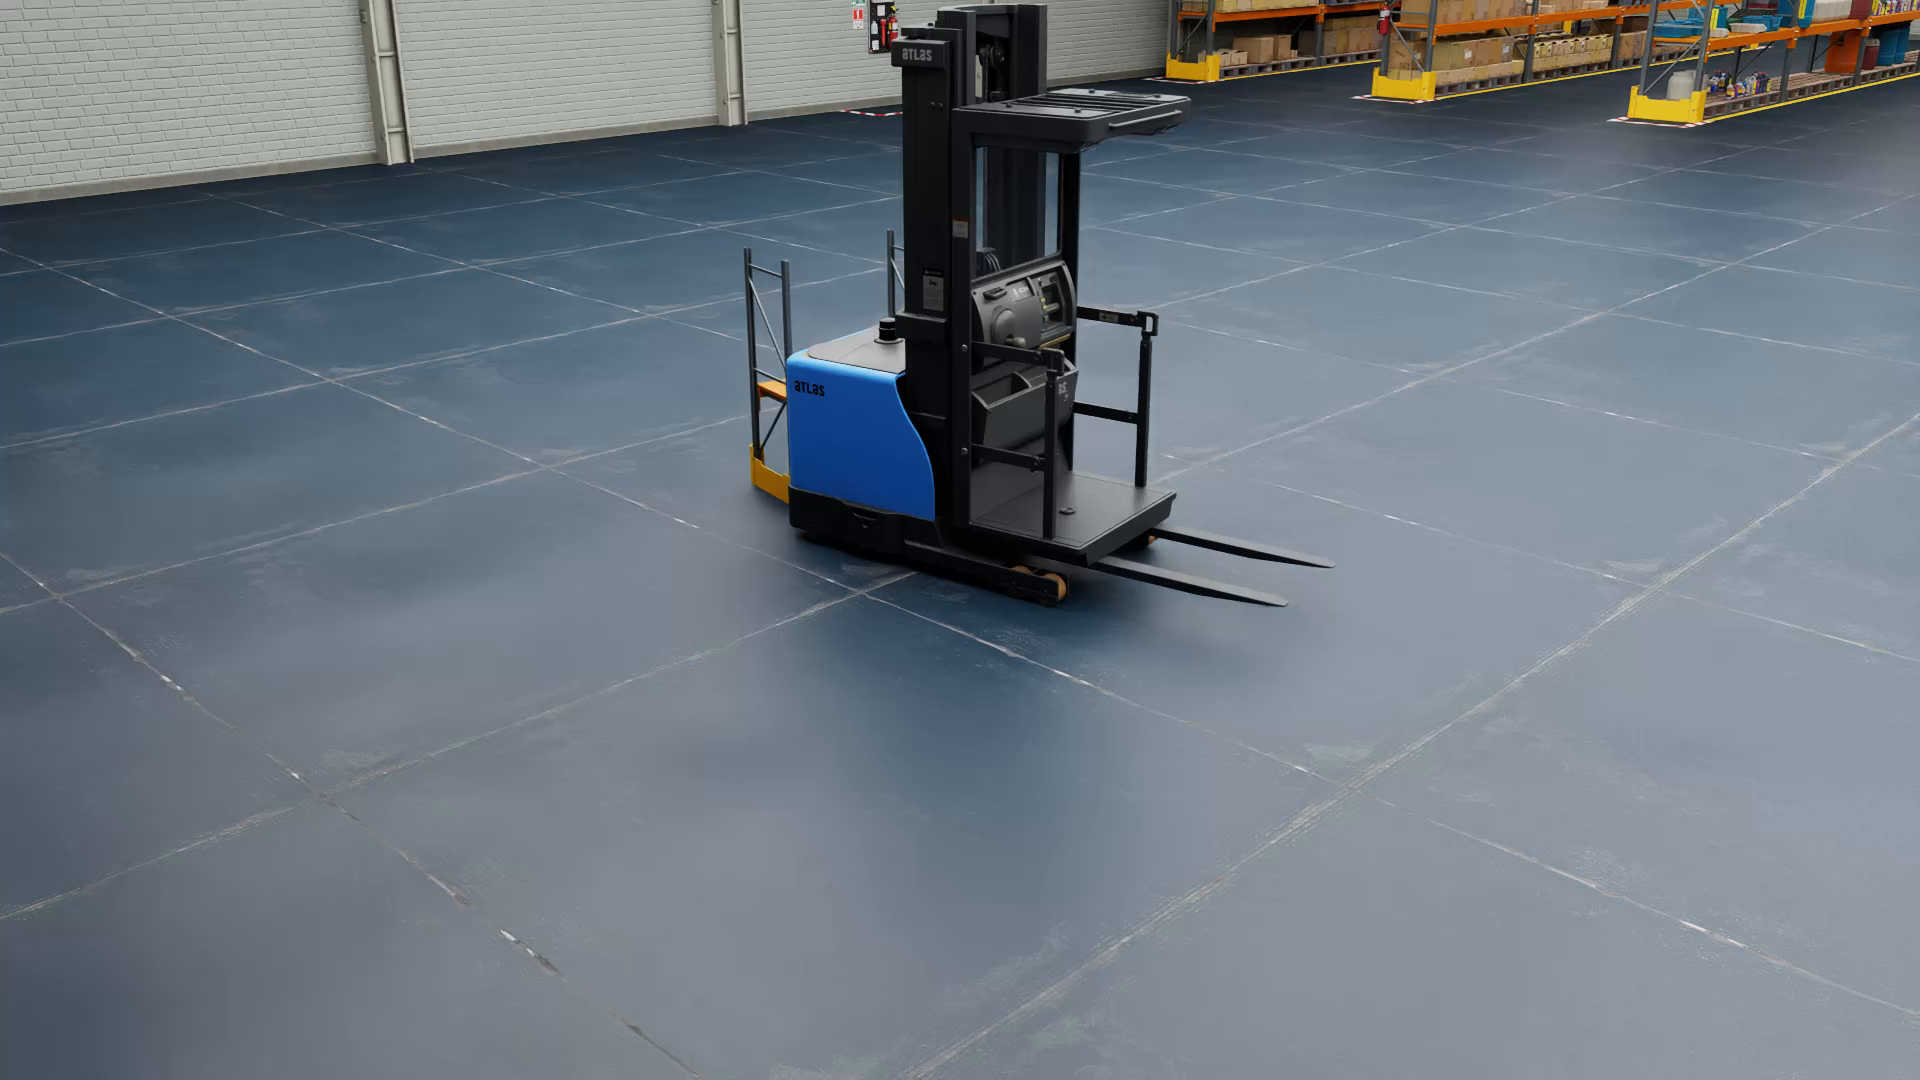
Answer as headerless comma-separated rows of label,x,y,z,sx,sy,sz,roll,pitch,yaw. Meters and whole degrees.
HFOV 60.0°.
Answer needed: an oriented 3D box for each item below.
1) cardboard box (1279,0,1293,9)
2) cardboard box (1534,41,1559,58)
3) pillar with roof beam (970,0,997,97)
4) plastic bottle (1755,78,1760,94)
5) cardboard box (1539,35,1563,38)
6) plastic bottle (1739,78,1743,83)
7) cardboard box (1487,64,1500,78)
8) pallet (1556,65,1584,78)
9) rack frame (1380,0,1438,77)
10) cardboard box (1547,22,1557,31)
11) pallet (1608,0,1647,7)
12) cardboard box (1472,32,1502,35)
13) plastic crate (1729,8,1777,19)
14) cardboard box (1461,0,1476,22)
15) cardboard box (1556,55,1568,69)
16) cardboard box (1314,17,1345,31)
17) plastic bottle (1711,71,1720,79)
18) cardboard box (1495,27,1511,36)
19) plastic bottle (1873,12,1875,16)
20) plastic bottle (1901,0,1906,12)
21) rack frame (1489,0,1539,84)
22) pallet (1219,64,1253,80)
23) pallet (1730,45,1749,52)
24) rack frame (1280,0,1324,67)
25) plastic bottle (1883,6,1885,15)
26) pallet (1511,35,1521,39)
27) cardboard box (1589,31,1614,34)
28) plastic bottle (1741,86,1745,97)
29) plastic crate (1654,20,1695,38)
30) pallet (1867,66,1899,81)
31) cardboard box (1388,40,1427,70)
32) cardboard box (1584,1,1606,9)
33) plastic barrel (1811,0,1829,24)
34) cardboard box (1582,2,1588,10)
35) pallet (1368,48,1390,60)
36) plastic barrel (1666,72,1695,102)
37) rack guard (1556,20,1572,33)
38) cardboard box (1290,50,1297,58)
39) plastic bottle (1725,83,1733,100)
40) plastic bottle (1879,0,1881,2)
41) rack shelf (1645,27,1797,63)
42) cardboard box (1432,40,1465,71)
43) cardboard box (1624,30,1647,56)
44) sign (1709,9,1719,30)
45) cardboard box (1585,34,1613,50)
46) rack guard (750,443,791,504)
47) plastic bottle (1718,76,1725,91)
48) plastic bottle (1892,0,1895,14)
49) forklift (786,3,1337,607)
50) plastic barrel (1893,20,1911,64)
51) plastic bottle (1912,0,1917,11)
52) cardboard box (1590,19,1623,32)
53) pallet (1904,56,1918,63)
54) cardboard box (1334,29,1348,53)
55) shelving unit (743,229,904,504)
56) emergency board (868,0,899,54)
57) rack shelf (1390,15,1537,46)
cardboard box,6.739,-11.453,35.371,0.500,0.250,0.500,19,28,40
cardboard box,11.917,-10.077,34.076,0.500,0.311,0.500,19,28,40
pillar with roof beam,3.522,-11.519,27.000,9.100,9.000,0.400,19,28,41
plastic bottle,14.183,-8.089,29.611,0.133,0.283,0.061,-18,27,-39
cardboard box,12.594,-10.605,35.450,0.500,0.311,0.500,18,28,39
plastic bottle,13.849,-8.044,29.494,0.061,0.283,0.133,19,28,41
cardboard box,10.236,-9.212,32.607,0.500,0.250,0.500,19,28,41
pallet,12.434,-9.944,35.151,1.003,0.211,1.213,19,28,41
rack frame,8.307,-9.703,30.638,1.000,3.000,0.127,19,28,41
cardboard box,15.500,-13.879,44.401,0.700,0.500,0.500,19,28,41
pallet,14.310,-11.862,36.522,1.213,0.211,1.003,19,28,41
cardboard box,10.549,-9.953,33.490,0.500,0.500,0.500,19,28,41
plastic crate,14.187,-9.359,29.829,0.767,0.338,0.504,19,28,41
cardboard box,9.355,-10.129,31.607,0.700,0.500,0.500,19,28,41
cardboard box,12.273,-9.950,34.529,0.500,0.250,0.500,18,28,39
cardboard box,8.352,-11.666,37.571,0.500,0.250,0.500,19,28,40
plastic bottle,13.651,-8.307,30.086,0.144,0.351,0.185,18,27,38
cardboard box,13.721,-13.222,42.693,0.700,0.500,0.500,20,29,41
plastic bottle,18.068,-10.512,32.922,0.097,0.271,0.097,0,21,0
plastic bottle,19.319,-10.989,34.157,0.152,0.276,0.135,19,28,41
rack frame,11.097,-10.731,33.313,1.000,3.000,0.127,19,28,41
pallet,5.400,-9.860,34.933,1.003,0.211,1.213,19,28,41
pallet,18.860,-12.289,41.254,1.003,0.211,1.213,19,28,41
rack frame,7.545,-11.970,36.536,1.000,3.000,0.127,19,28,41
plastic bottle,18.484,-10.632,33.333,0.097,0.201,0.097,0,21,0
pallet,13.713,-12.901,42.844,1.003,0.211,1.213,19,28,41
cardboard box,14.372,-11.097,37.136,0.500,0.500,0.500,-19,28,-40
plastic bottle,13.719,-7.889,29.205,0.097,0.201,0.097,0,21,0
plastic crate,11.988,-8.596,27.966,0.499,0.251,0.616,19,28,41
pallet,18.805,-9.742,34.627,1.003,0.211,1.213,19,28,41
cardboard box,8.468,-9.178,31.474,0.500,0.500,0.500,19,28,41
cardboard box,13.458,-11.342,35.252,0.380,0.149,0.250,19,28,41
plastic barrel,15.980,-9.934,31.048,0.433,0.535,0.433,0,21,0
cardboard box,13.038,-11.300,35.144,0.250,0.149,0.380,-18,27,-38
pallet,9.789,-11.496,39.190,1.003,0.211,1.213,19,28,41
plastic barrel,12.257,-7.685,28.271,0.421,0.512,0.421,0,21,0
rack guard,15.933,-13.894,45.026,1.175,0.500,0.348,19,28,41
cardboard box,7.193,-10.708,36.588,0.380,0.166,0.250,15,26,34
plastic bottle,13.341,-7.782,28.830,0.097,0.271,0.097,0,21,0
plastic bottle,19.091,-11.189,34.678,0.152,0.276,0.135,19,28,41
rack shelf,13.248,-8.641,28.877,1.077,0.370,4.000,19,28,41
cardboard box,9.188,-9.177,31.471,0.500,0.500,0.500,19,28,41
cardboard box,15.124,-11.107,37.162,0.500,0.500,0.500,19,28,40
sign,12.244,-8.453,26.999,0.100,0.325,0.005,19,28,41
cardboard box,13.698,-10.737,35.795,0.500,0.311,0.500,-19,28,-41
rack guard,-1.125,-0.401,10.269,0.087,0.250,0.587,-14,25,-32
plastic bottle,13.768,-8.251,30.050,0.097,0.271,0.097,0,21,0
plastic bottle,18.873,-10.809,33.694,0.097,0.271,0.097,0,21,0
forklift,0.518,-1.242,8.720,3.031,2.935,1.130,14,25,32
plastic barrel,19.833,-10.628,35.384,0.600,0.901,0.708,19,28,41
plastic bottle,19.817,-11.206,34.616,0.144,0.351,0.185,19,28,41
cardboard box,14.408,-11.463,37.042,0.500,0.250,0.500,-19,28,-40
pallet,20.709,-10.444,36.453,1.003,0.211,1.213,19,28,41
cardboard box,8.371,-11.347,37.787,0.700,0.500,0.500,19,28,40
shelving unit,-0.717,-1.087,10.311,1.083,1.500,0.587,-14,25,-32
emergency board,-1.314,-9.170,29.252,0.194,1.169,0.643,19,28,41
rack shelf,9.702,-9.881,32.105,1.077,0.370,4.000,19,28,41
